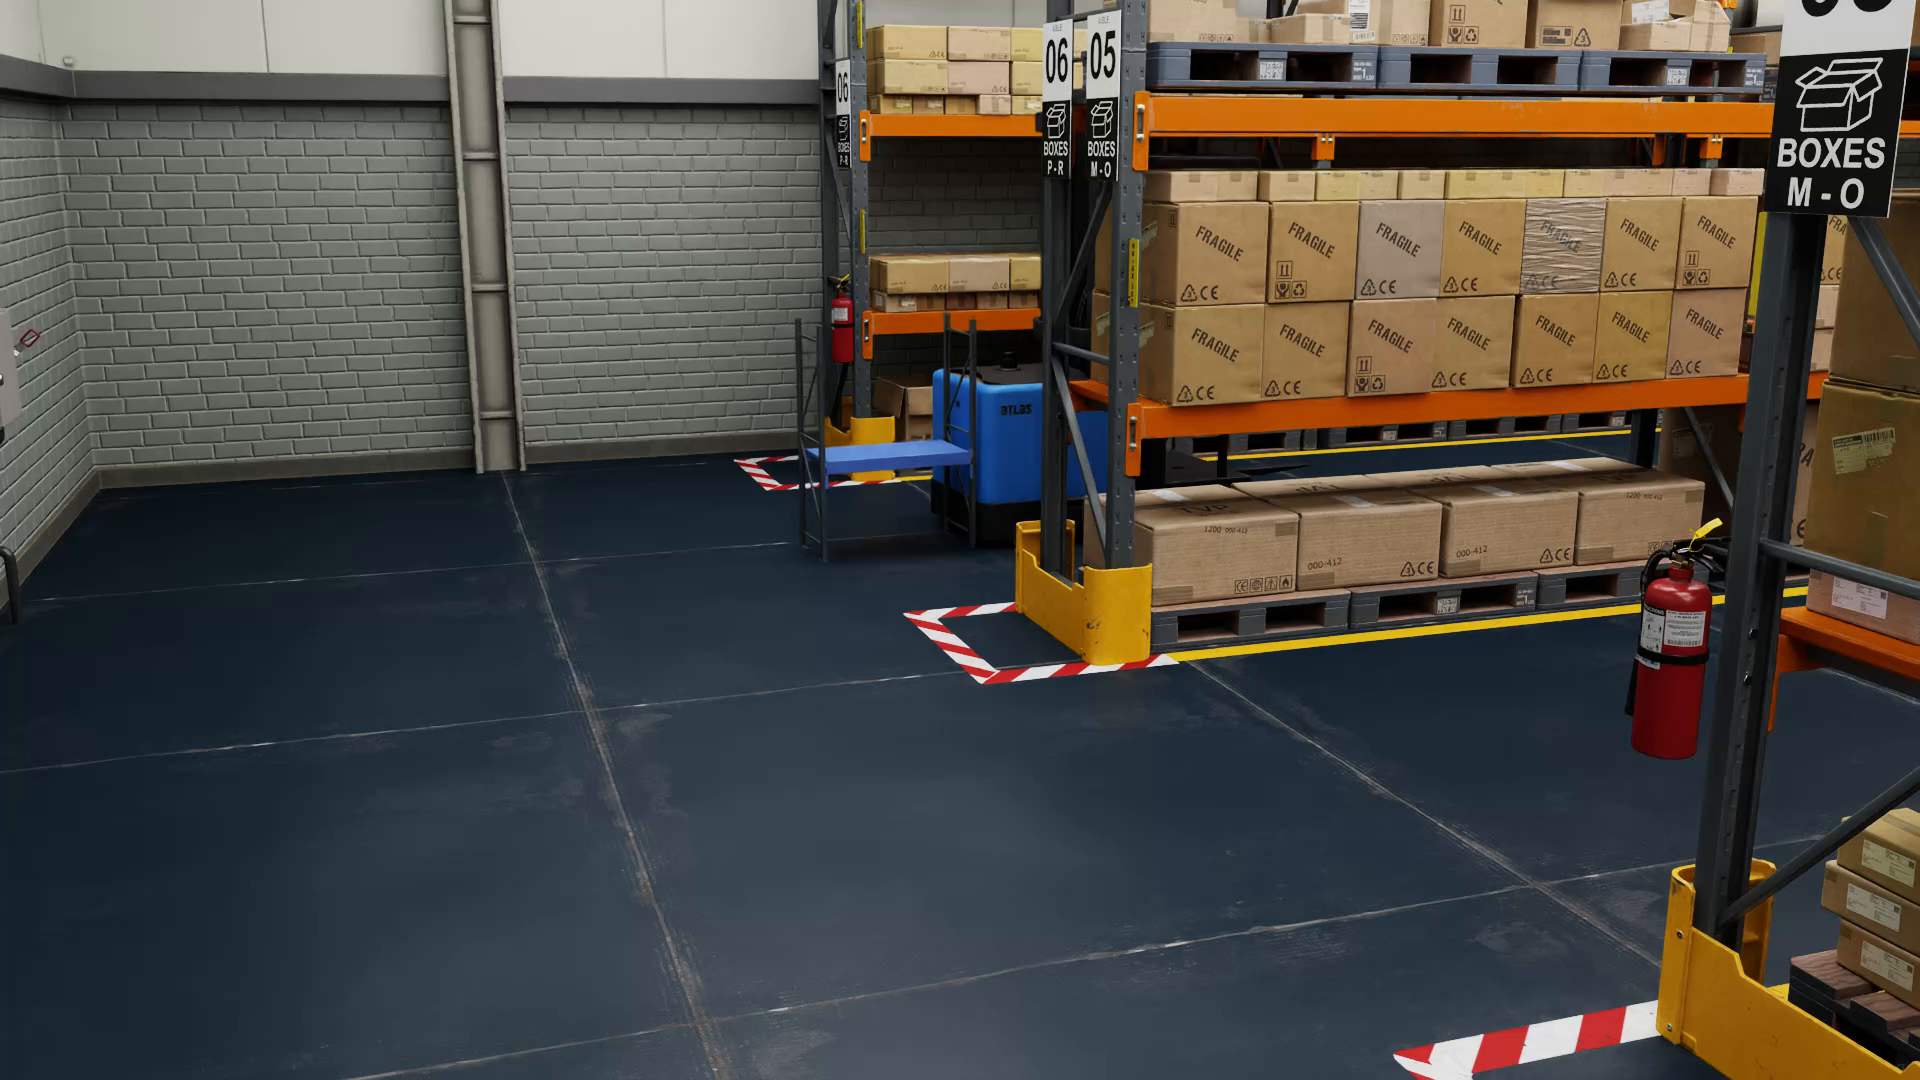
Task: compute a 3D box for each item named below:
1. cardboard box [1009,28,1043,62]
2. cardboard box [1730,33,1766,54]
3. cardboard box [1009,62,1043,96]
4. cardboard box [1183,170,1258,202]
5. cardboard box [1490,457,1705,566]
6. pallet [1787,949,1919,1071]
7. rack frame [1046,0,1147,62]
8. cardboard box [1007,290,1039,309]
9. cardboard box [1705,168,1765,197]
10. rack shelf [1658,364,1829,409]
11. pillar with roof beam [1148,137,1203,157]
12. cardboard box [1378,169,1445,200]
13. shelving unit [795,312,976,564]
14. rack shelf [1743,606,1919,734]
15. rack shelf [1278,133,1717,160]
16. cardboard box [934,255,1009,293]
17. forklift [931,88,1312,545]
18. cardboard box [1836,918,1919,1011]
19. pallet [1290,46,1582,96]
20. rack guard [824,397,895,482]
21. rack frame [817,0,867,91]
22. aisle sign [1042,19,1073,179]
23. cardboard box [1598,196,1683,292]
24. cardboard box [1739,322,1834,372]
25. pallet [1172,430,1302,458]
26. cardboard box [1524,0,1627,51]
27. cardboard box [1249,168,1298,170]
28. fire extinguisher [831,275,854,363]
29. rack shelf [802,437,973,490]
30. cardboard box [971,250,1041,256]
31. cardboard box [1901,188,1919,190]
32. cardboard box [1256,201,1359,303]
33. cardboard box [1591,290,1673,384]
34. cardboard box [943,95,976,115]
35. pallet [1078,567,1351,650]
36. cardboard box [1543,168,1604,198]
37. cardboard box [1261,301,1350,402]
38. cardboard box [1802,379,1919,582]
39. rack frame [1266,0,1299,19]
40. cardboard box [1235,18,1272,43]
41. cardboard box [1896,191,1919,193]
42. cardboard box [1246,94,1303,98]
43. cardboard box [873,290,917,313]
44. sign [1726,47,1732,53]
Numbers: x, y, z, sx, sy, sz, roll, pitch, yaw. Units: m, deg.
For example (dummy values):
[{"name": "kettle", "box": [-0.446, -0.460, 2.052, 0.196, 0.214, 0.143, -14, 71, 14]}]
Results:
[{"name": "cardboard box", "box": [0.543, -3.872, 13.056, 0.500, 0.250, 0.500, -5, 14, -19]}, {"name": "cardboard box", "box": [7.429, -4.398, 15.327, 0.500, 0.500, 0.500, -4, 14, -18]}, {"name": "cardboard box", "box": [0.555, -3.627, 13.109, 0.500, 0.250, 0.500, -5, 14, -20]}, {"name": "cardboard box", "box": [1.320, -1.809, 8.487, 0.250, 0.149, 0.380, -4, 14, -17]}, {"name": "cardboard box", "box": [3.831, -0.188, 10.081, 0.875, 0.438, 0.875, -5, 14, -19]}, {"name": "pallet", "box": [3.197, 1.419, 4.721, 1.213, 0.211, 1.003, -4, 14, -18]}, {"name": "rack frame", "box": [0.669, -3.876, 7.994, 0.127, 3.000, 1.000, -4, 14, -18]}, {"name": "cardboard box", "box": [0.455, -1.970, 13.486, 0.250, 0.149, 0.380, -4, 14, -17]}, {"name": "cardboard box", "box": [4.270, -2.011, 9.338, 0.250, 0.149, 0.380, -5, 14, -19]}, {"name": "rack shelf", "box": [6.356, -1.051, 10.633, 4.000, 0.370, 1.077, -4, 14, -18]}, {"name": "pillar with roof beam", "box": [3.300, -4.462, 10.456, 0.400, 9.000, 9.100, -4, 14, -18]}, {"name": "cardboard box", "box": [2.328, -1.867, 8.729, 0.250, 0.149, 0.380, -4, 14, -18]}, {"name": "shelving unit", "box": [-0.475, -0.678, 10.753, 1.048, 1.500, 0.538, -5, 14, -21]}, {"name": "rack shelf", "box": [4.239, 0.323, 4.859, 4.000, 0.370, 1.077, -4, 14, -18]}, {"name": "rack shelf", "box": [4.769, -3.598, 14.861, 4.000, 0.370, 1.077, -4, 14, -18]}, {"name": "cardboard box", "box": [0.076, -2.130, 13.295, 0.500, 0.250, 0.500, -4, 14, -17]}, {"name": "forklift", "box": [1.364, -1.590, 11.494, 3.031, 2.935, 1.130, -5, 14, -21]}, {"name": "cardboard box", "box": [2.776, 1.218, 4.792, 0.250, 0.149, 0.380, -4, 14, -17]}, {"name": "pallet", "box": [2.527, -2.522, 8.973, 1.213, 0.211, 1.003, -4, 14, -18]}, {"name": "rack guard", "box": [-0.845, -0.836, 13.576, 0.348, 0.500, 1.175, -4, 14, -18]}, {"name": "rack frame", "box": [-0.917, -4.965, 12.569, 0.127, 3.000, 1.000, -4, 14, -18]}, {"name": "aisle sign", "box": [0.502, -2.285, 8.650, 0.004, 0.787, 0.394, -4, 14, -18]}, {"name": "cardboard box", "box": [3.618, -1.657, 9.251, 0.500, 0.500, 0.500, -5, 14, -19]}, {"name": "cardboard box", "box": [4.962, -1.155, 9.839, 0.500, 0.250, 0.500, -5, 14, -19]}, {"name": "pallet", "box": [2.223, -0.934, 14.615, 1.213, 0.211, 1.003, -4, 14, -18]}, {"name": "cardboard box", "box": [3.193, -2.909, 9.062, 0.637, 0.503, 0.797, -3, 14, -14]}, {"name": "cardboard box", "box": [1.648, -1.950, 9.080, 0.250, 0.149, 0.380, -4, 14, -17]}, {"name": "fire extinguisher", "box": [-0.909, -1.715, 12.844, 0.183, 0.674, 0.296, -4, 14, -18]}, {"name": "rack shelf", "box": [-0.475, -0.503, 10.795, 1.000, 0.185, 0.538, -5, 14, -21]}, {"name": "cardboard box", "box": [0.394, -2.283, 13.942, 0.500, 0.250, 0.500, -4, 14, -16]}, {"name": "cardboard box", "box": [6.264, -1.991, 10.653, 0.500, 0.500, 0.500, -4, 14, -17]}, {"name": "cardboard box", "box": [1.703, -1.506, 8.614, 0.500, 0.500, 0.500, -5, 14, -20]}, {"name": "cardboard box", "box": [3.617, -1.172, 9.373, 0.500, 0.500, 0.500, -5, 14, -19]}, {"name": "cardboard box", "box": [-0.052, -3.396, 12.999, 0.250, 0.149, 0.380, -4, 14, -18]}, {"name": "pallet", "box": [1.402, 0.323, 9.331, 1.213, 0.211, 1.003, -4, 14, -18]}, {"name": "cardboard box", "box": [3.286, -1.950, 9.082, 0.250, 0.149, 0.380, -5, 14, -18]}, {"name": "cardboard box", "box": [1.686, -1.022, 8.743, 0.500, 0.500, 0.500, -5, 14, -19]}, {"name": "cardboard box", "box": [2.688, -0.163, 4.486, 0.500, 0.500, 0.500, -4, 14, -17]}, {"name": "rack frame", "box": [2.874, -5.260, 13.810, 0.127, 3.000, 1.000, -4, 14, -18]}, {"name": "cardboard box", "box": [1.439, -2.649, 8.736, 0.250, 0.149, 0.380, -6, 14, -22]}, {"name": "cardboard box", "box": [5.919, -1.838, 10.010, 0.500, 0.500, 0.500, -5, 14, -19]}, {"name": "cardboard box", "box": [2.496, -3.782, 13.760, 0.500, 0.250, 0.500, -4, 14, -18]}, {"name": "cardboard box", "box": [-0.518, -1.888, 13.142, 0.250, 0.149, 0.380, -5, 14, -18]}, {"name": "sign", "box": [6.836, -4.228, 14.838, 0.005, 0.325, 0.100, -4, 14, -18]}]
